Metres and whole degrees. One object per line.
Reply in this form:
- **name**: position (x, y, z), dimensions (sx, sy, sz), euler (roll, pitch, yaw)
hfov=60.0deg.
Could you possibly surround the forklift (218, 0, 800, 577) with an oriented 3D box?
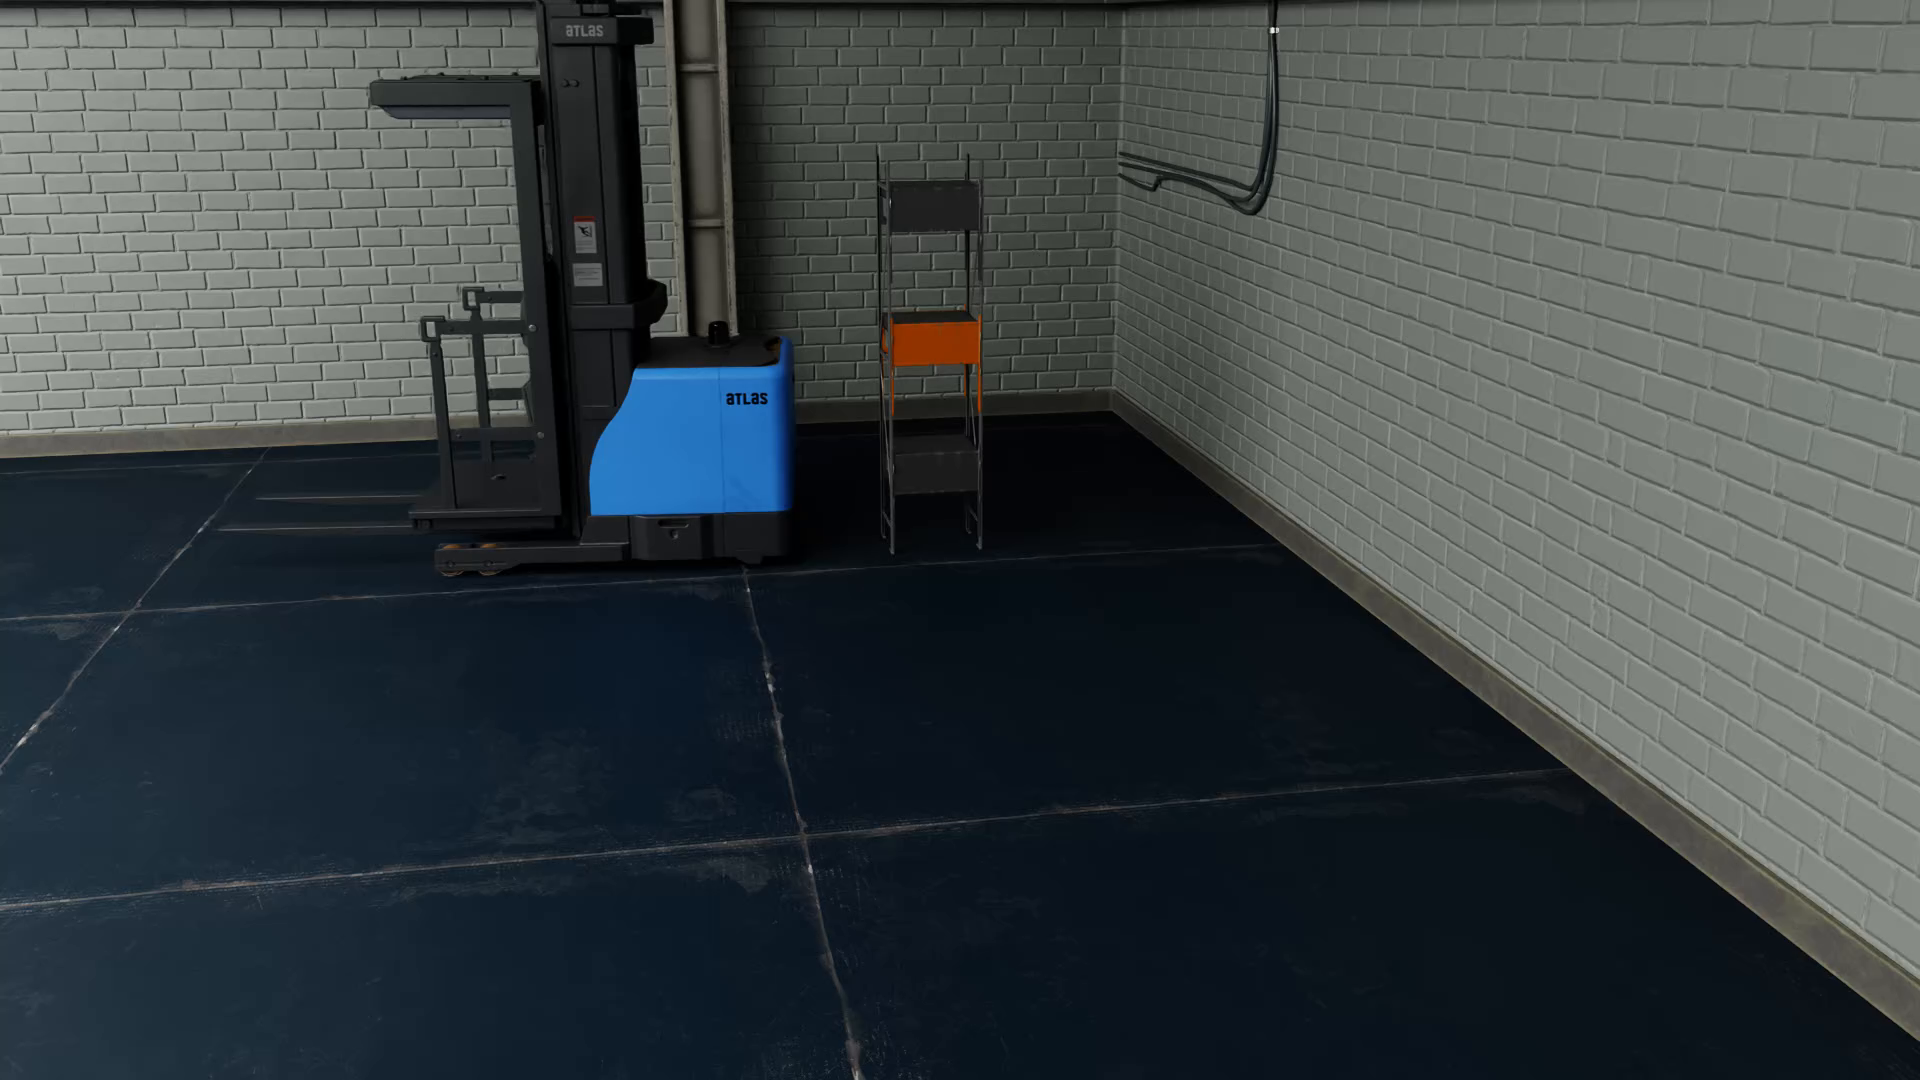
- **forklift**: position (-2.412, -1.371, 8.782), dimensions (3.031, 2.935, 1.130), euler (-1, 17, -4)

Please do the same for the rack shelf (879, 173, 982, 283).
- **rack shelf**: position (-0.163, -1.651, 8.772), dimensions (0.480, 0.518, 0.431), euler (-3, 17, -10)

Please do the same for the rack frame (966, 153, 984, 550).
- **rack frame**: position (0.077, -1.008, 9.018), dimensions (0.015, 2.100, 0.400), euler (-3, 17, -10)

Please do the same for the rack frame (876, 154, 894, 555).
- **rack frame**: position (-0.402, -0.981, 8.929), dimensions (0.015, 2.100, 0.400), euler (-3, 17, -10)

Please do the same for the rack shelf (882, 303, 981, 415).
- **rack shelf**: position (-0.163, -0.981, 8.978), dimensions (0.480, 0.518, 0.431), euler (-3, 17, -10)

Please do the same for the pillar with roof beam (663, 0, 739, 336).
- **pillar with roof beam**: position (-0.940, -3.832, 6.463), dimensions (0.400, 9.000, 9.100), euler (-3, 17, -10)

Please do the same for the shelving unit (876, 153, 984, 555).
- **shelving unit**: position (-0.163, -0.995, 8.974), dimensions (0.503, 2.100, 0.431), euler (-3, 17, -10)

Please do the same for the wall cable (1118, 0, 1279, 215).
- **wall cable**: position (1.387, -3.372, 10.252), dimensions (0.112, 2.526, 3.097), euler (-3, 17, -10)

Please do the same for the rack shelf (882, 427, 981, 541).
- **rack shelf**: position (-0.163, -0.312, 9.183), dimensions (0.480, 0.518, 0.431), euler (-3, 17, -10)
